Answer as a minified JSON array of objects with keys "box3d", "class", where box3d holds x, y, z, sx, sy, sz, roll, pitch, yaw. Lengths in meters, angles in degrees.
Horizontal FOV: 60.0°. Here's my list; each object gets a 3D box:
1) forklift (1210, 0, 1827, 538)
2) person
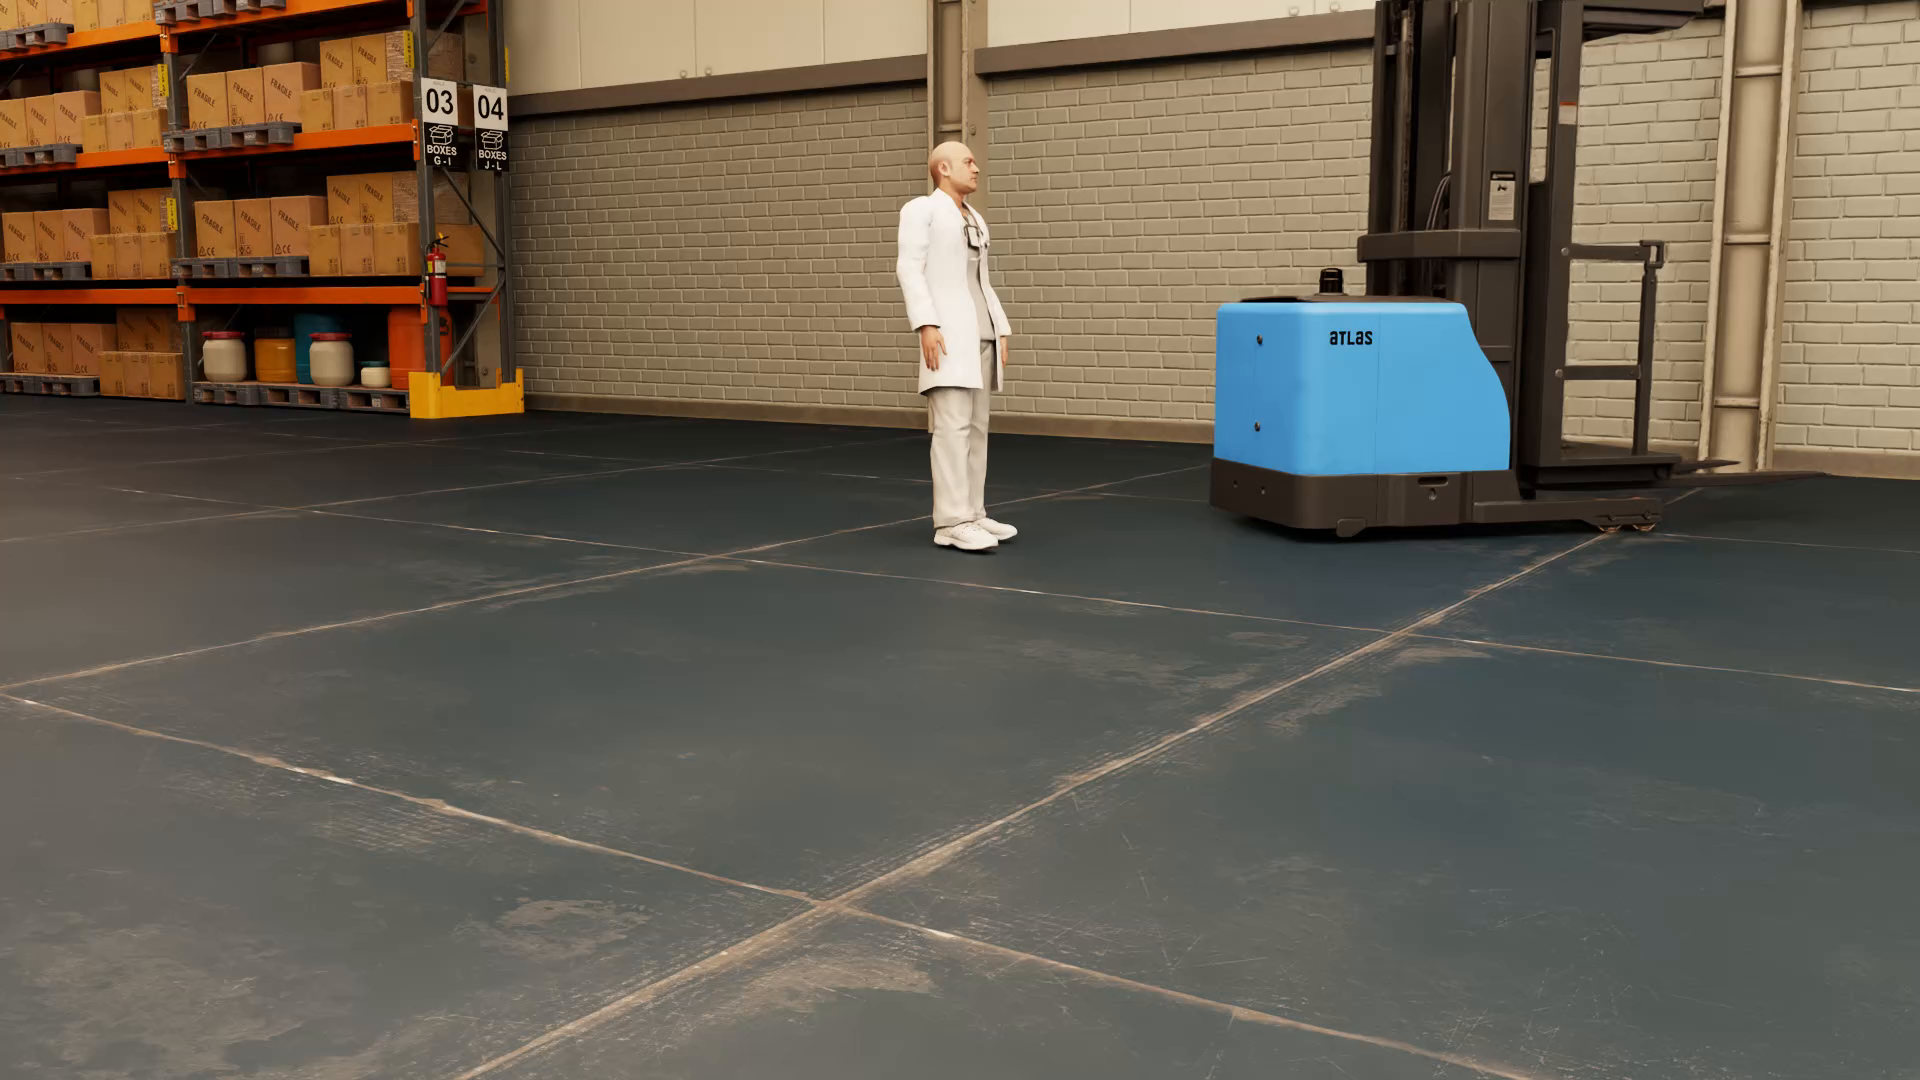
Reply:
[{"box3d":[2.828,-1.553,8.115,3.031,2.935,1.130,-2,8,-16],"class":"forklift"},{"box3d":[0.074,-0.880,7.424,0.577,1.779,0.698,5,10,34],"class":"person"}]
